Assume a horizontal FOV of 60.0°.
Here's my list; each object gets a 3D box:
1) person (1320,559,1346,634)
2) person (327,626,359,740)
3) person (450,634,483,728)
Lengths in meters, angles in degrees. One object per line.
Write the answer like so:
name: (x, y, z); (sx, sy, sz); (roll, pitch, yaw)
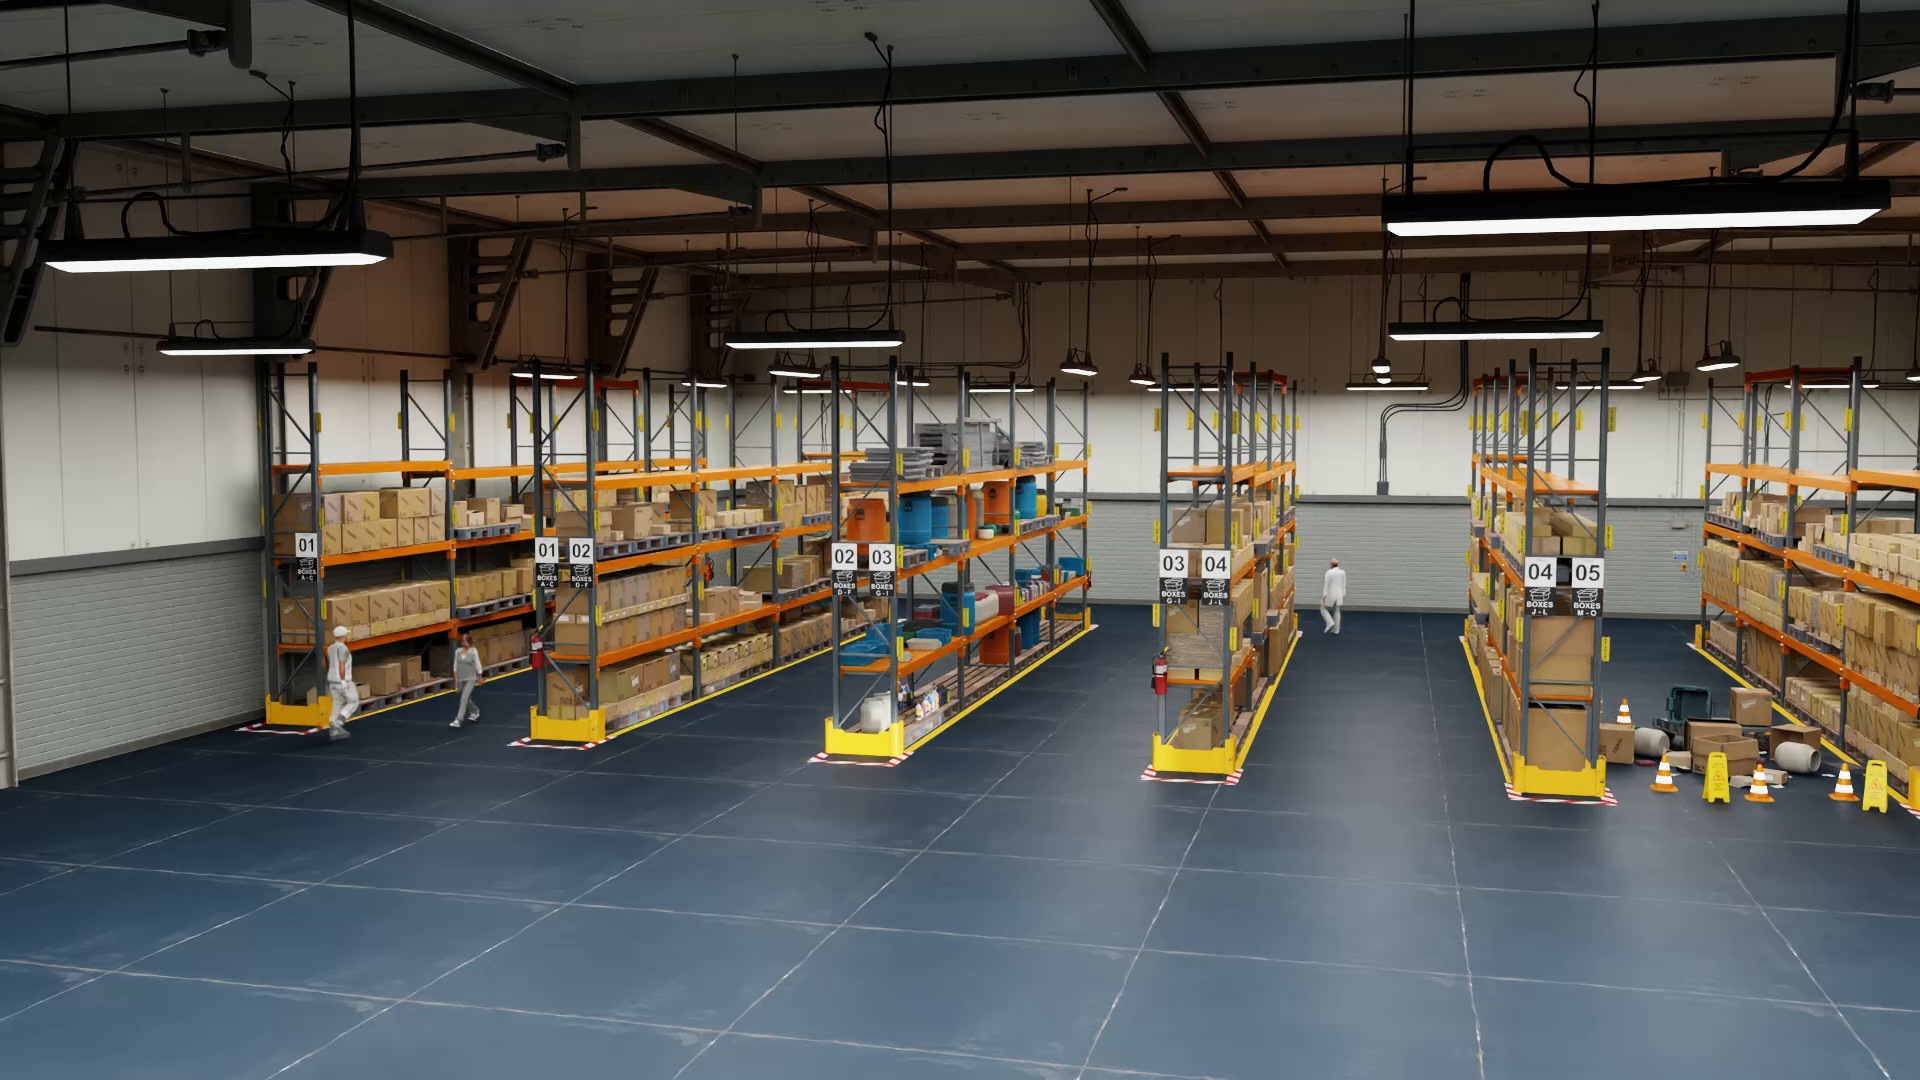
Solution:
person: (8.877, 1.328, 39.478); (0.629, 1.778, 0.509); (-1, 4, -18)
person: (-9.831, 2.255, 26.308); (0.571, 1.779, 0.503); (3, 5, 33)
person: (-8.176, 2.302, 27.452); (0.398, 1.506, 1.028); (1, 4, 12)
